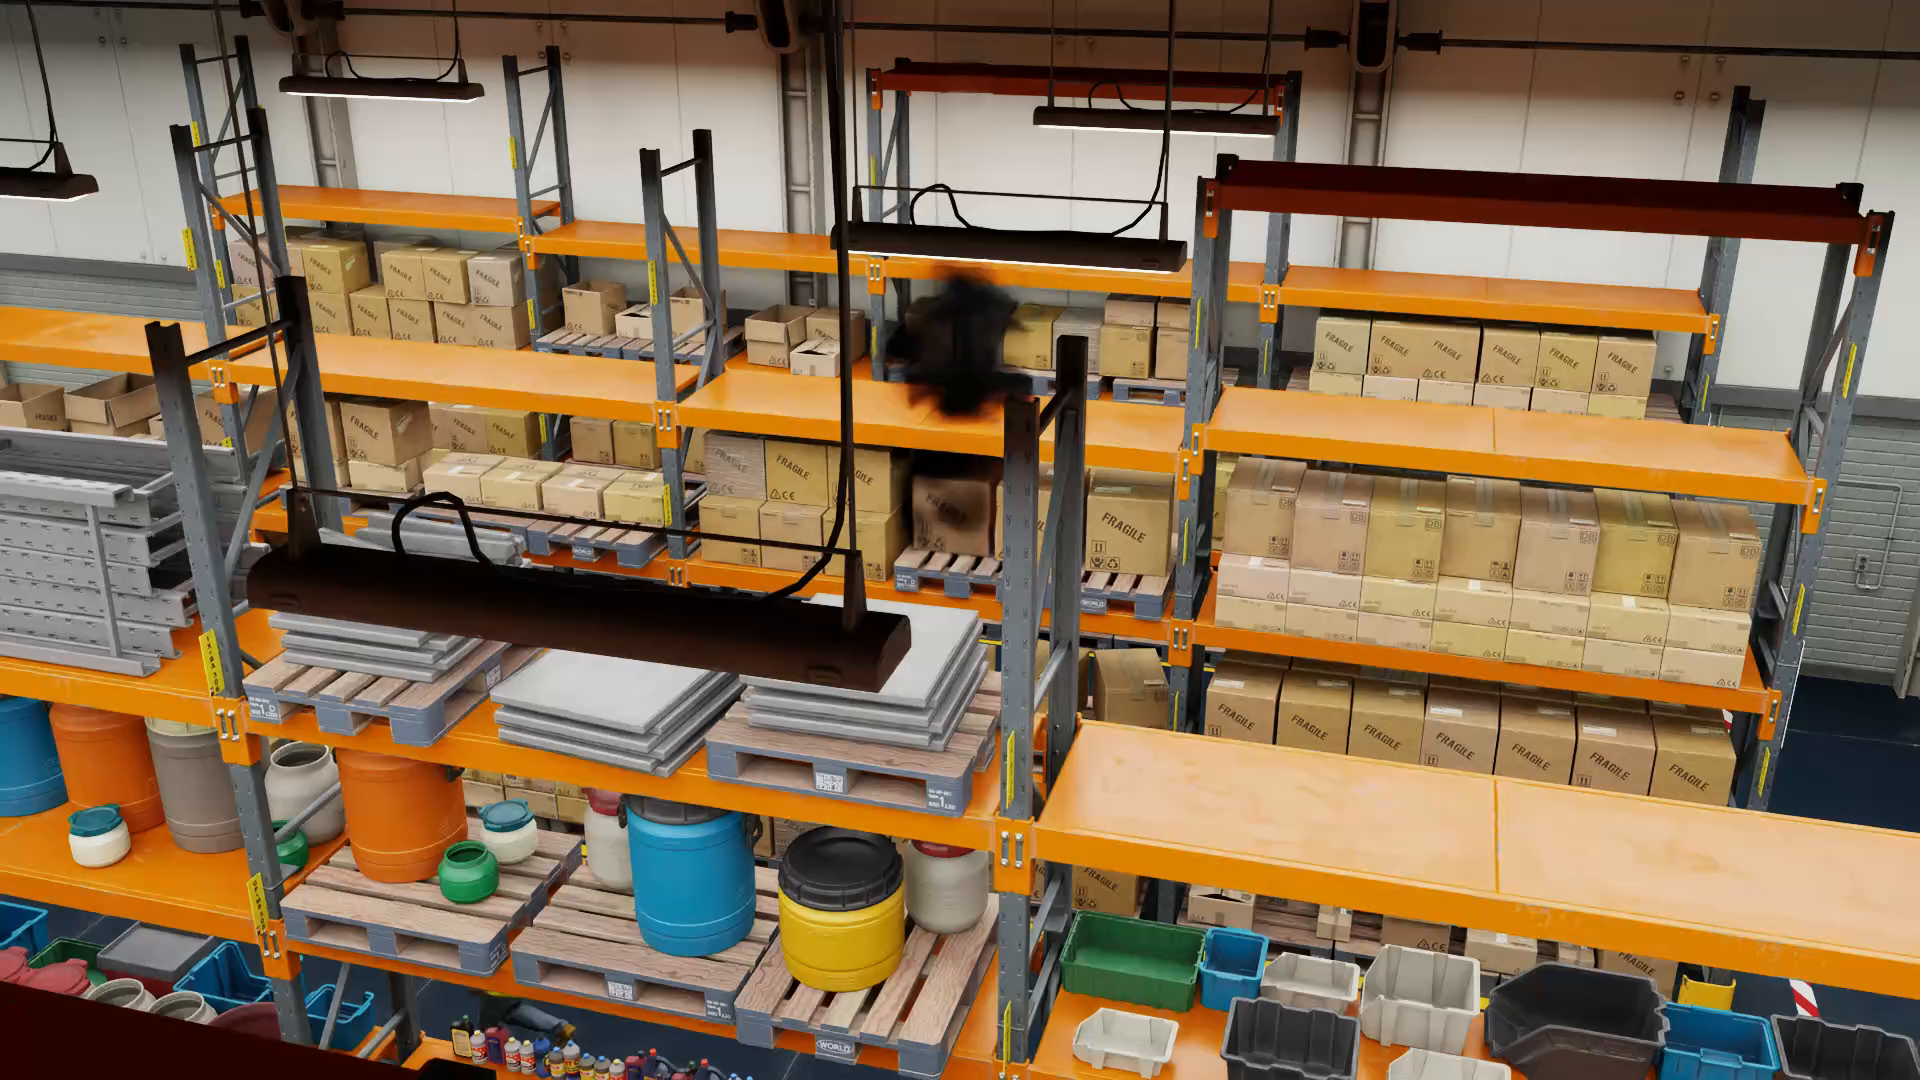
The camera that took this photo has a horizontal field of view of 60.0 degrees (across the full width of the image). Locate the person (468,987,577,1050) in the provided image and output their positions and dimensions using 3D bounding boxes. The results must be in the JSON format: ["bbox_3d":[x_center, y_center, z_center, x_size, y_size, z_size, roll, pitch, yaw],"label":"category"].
[{"bbox_3d":[-3.060,2.998,11.354,0.742,1.729,0.712,6,23,15],"label":"person"}]
